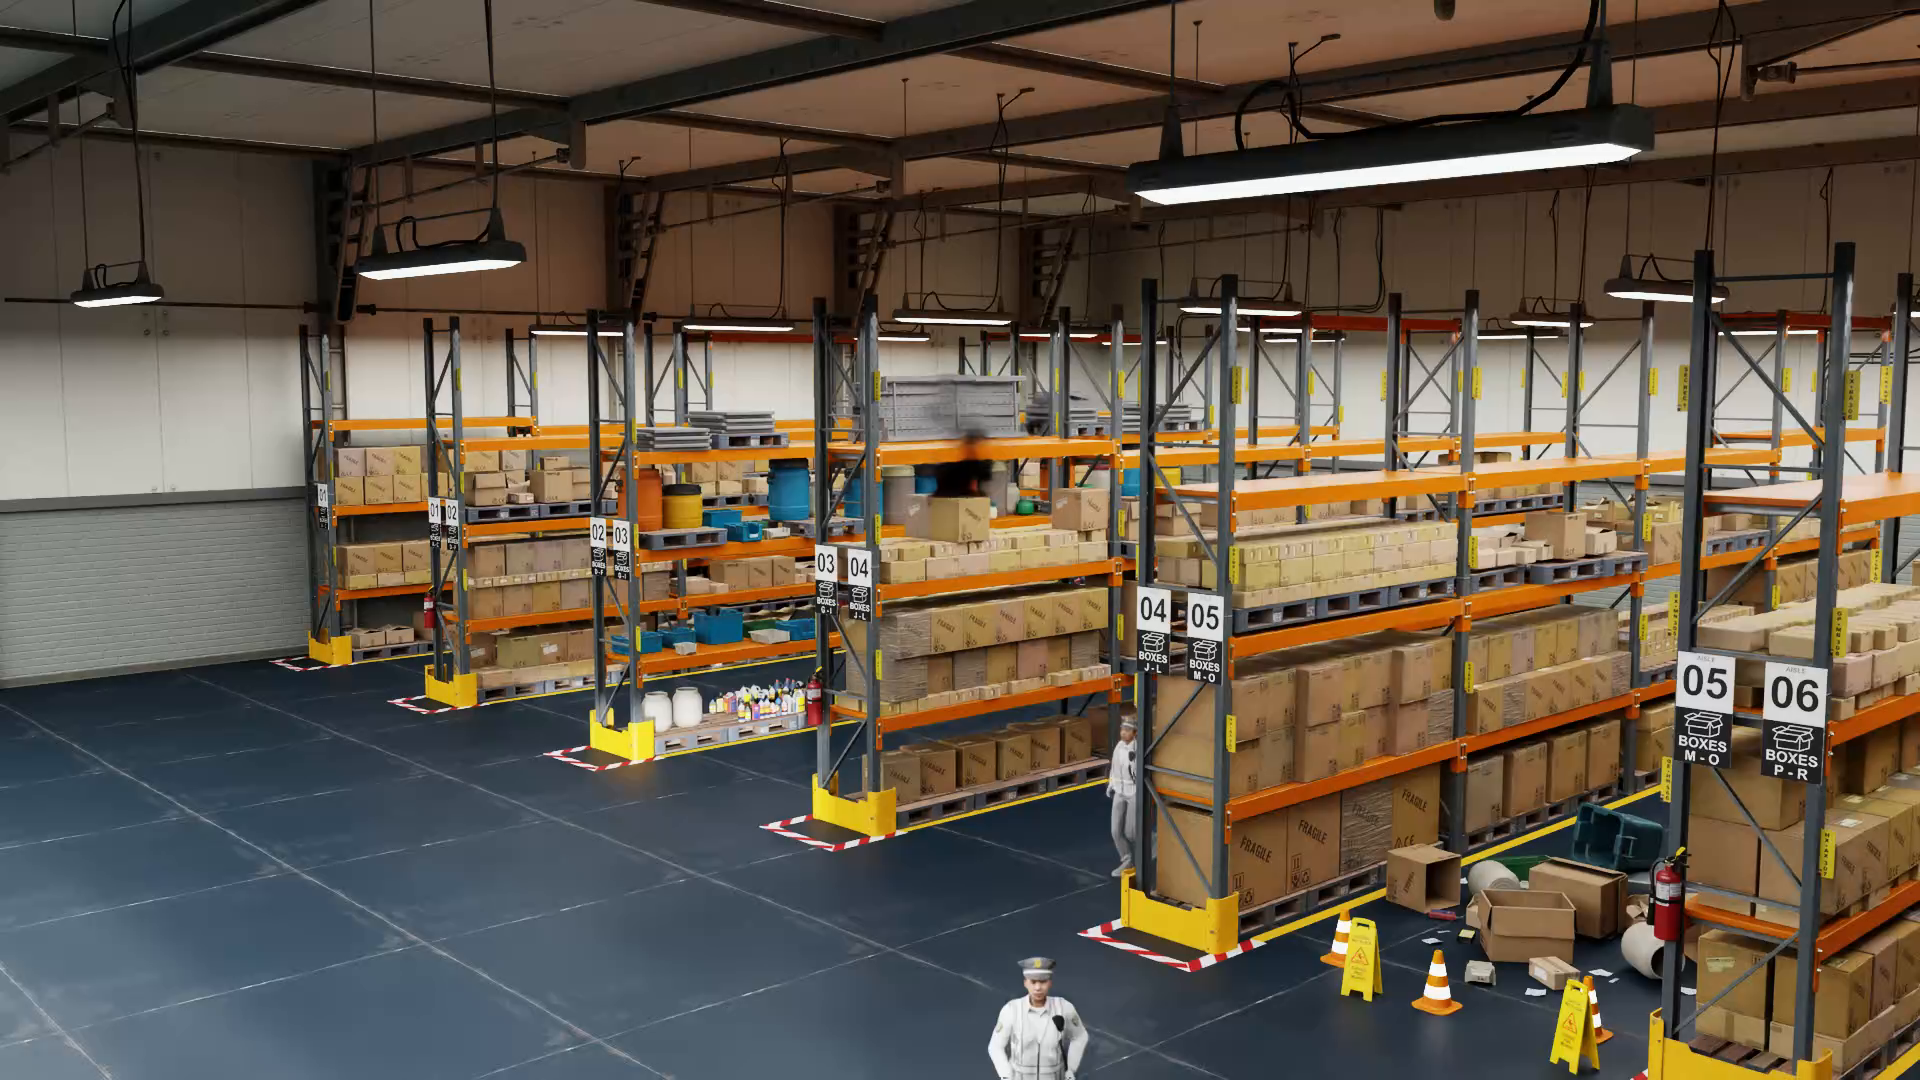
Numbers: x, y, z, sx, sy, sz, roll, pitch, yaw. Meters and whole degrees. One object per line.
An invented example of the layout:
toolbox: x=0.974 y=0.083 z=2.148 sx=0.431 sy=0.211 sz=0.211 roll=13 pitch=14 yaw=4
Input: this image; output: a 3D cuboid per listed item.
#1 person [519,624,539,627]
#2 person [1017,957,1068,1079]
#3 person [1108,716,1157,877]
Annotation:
person: x=-7.477 y=1.372 z=28.914 sx=0.650 sy=1.585 sz=0.593 roll=5 pitch=7 yaw=38
person: x=0.486 y=3.288 z=10.152 sx=0.372 sy=1.601 sz=0.604 roll=0 pitch=6 yaw=0
person: x=1.815 y=2.617 z=17.188 sx=0.609 sy=1.659 sz=0.648 roll=-6 pitch=8 yaw=-44
